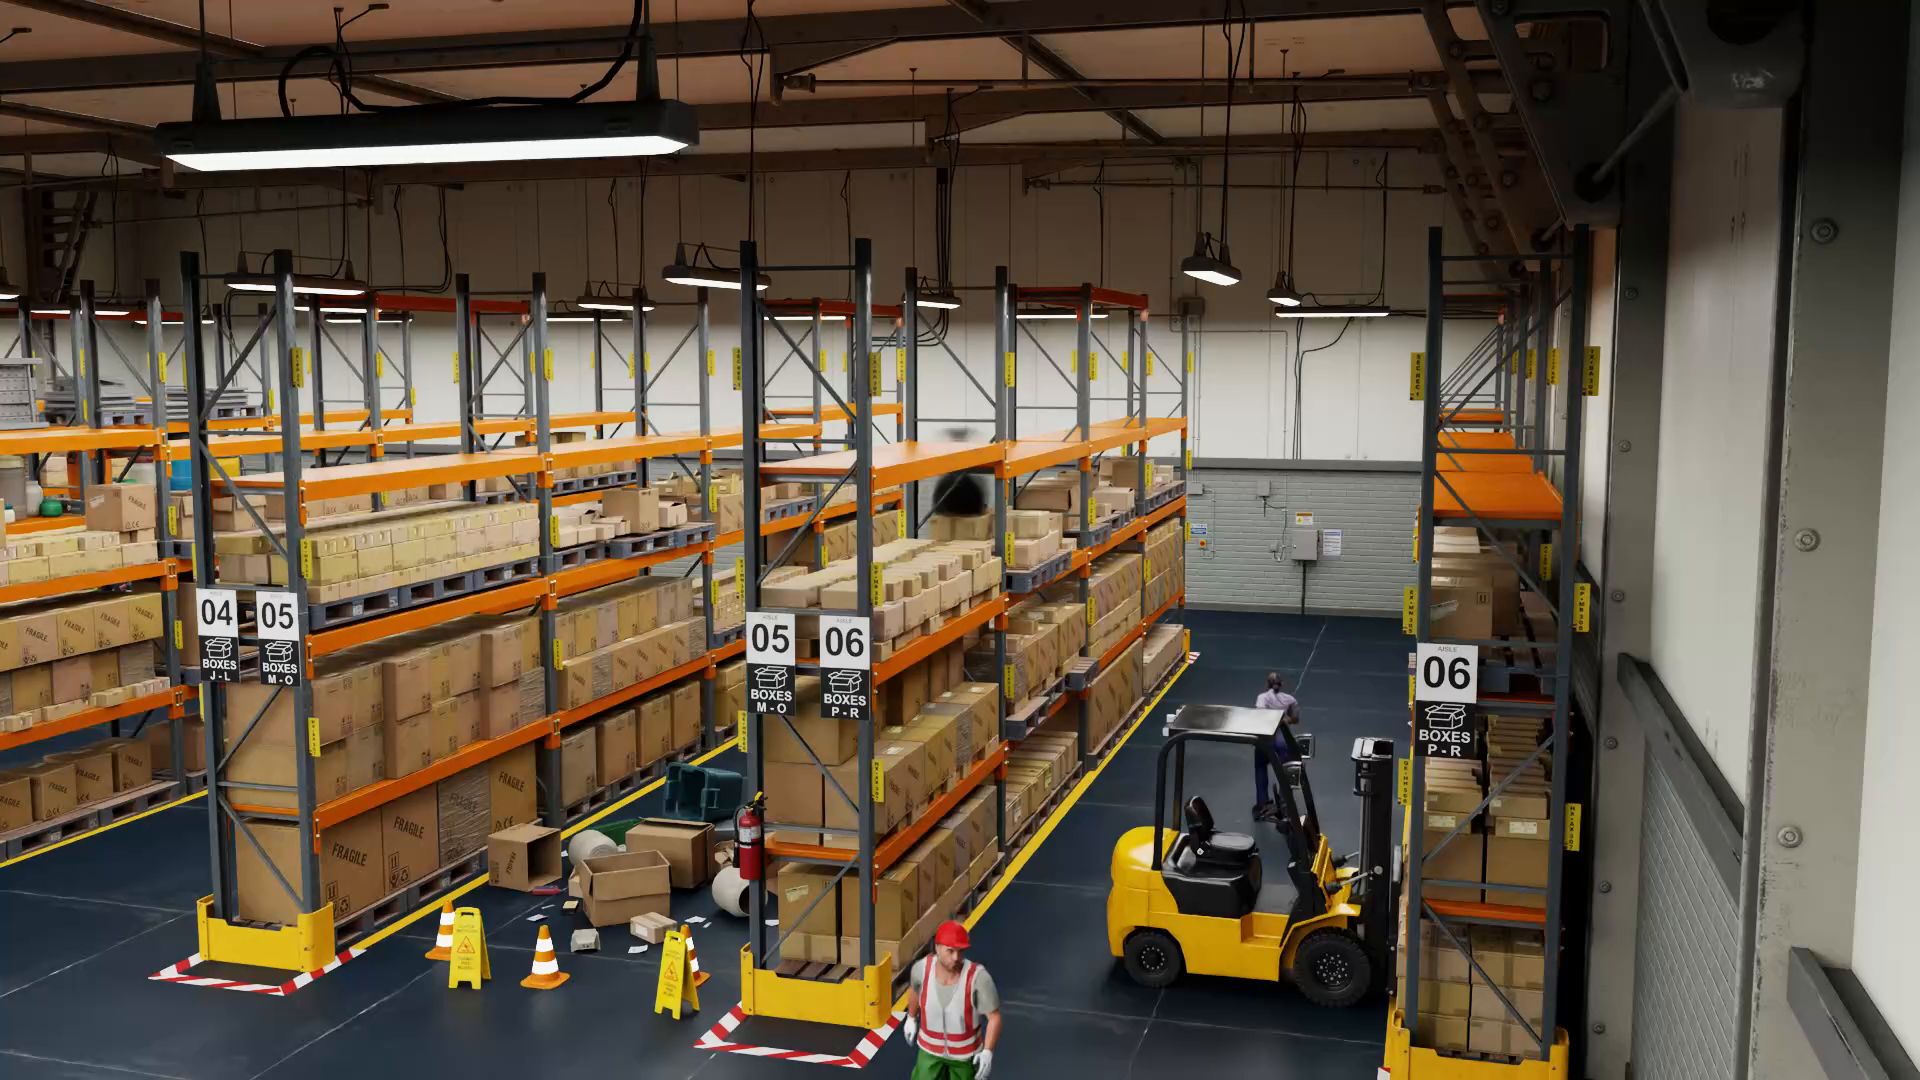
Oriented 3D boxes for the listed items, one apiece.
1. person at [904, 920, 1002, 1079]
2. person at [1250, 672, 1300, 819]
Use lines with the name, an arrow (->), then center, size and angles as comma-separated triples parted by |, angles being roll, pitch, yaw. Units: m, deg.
person -> -0.067, 3.155, 10.176 | 0.657, 1.731, 0.760 | 1, 6, 7
person -> 3.502, 2.304, 18.491 | 0.601, 1.626, 0.943 | 0, 6, 1
